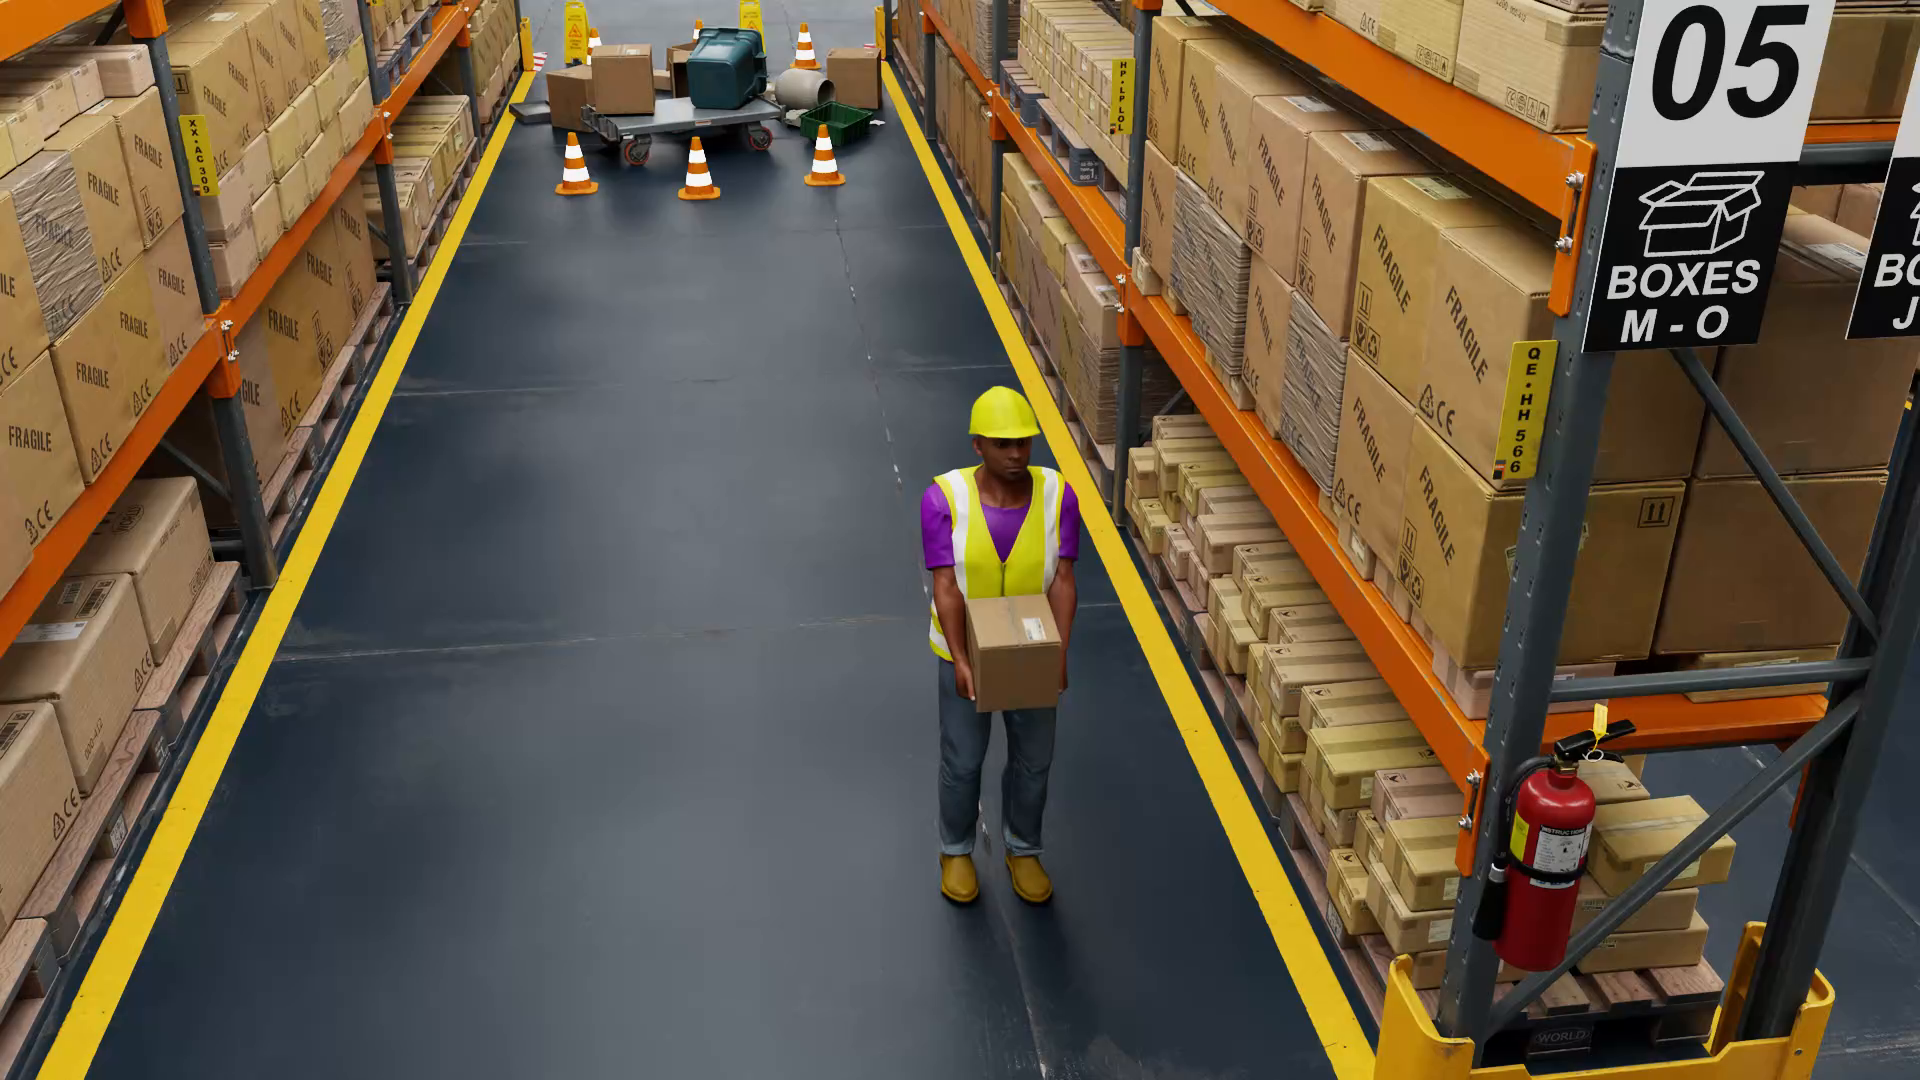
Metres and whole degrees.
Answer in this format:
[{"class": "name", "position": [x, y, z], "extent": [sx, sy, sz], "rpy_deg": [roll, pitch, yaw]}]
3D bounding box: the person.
[{"class": "person", "position": [0.147, 0.397, 5.321], "extent": [0.503, 1.758, 0.577], "rpy_deg": [-4, 27, -8]}]
